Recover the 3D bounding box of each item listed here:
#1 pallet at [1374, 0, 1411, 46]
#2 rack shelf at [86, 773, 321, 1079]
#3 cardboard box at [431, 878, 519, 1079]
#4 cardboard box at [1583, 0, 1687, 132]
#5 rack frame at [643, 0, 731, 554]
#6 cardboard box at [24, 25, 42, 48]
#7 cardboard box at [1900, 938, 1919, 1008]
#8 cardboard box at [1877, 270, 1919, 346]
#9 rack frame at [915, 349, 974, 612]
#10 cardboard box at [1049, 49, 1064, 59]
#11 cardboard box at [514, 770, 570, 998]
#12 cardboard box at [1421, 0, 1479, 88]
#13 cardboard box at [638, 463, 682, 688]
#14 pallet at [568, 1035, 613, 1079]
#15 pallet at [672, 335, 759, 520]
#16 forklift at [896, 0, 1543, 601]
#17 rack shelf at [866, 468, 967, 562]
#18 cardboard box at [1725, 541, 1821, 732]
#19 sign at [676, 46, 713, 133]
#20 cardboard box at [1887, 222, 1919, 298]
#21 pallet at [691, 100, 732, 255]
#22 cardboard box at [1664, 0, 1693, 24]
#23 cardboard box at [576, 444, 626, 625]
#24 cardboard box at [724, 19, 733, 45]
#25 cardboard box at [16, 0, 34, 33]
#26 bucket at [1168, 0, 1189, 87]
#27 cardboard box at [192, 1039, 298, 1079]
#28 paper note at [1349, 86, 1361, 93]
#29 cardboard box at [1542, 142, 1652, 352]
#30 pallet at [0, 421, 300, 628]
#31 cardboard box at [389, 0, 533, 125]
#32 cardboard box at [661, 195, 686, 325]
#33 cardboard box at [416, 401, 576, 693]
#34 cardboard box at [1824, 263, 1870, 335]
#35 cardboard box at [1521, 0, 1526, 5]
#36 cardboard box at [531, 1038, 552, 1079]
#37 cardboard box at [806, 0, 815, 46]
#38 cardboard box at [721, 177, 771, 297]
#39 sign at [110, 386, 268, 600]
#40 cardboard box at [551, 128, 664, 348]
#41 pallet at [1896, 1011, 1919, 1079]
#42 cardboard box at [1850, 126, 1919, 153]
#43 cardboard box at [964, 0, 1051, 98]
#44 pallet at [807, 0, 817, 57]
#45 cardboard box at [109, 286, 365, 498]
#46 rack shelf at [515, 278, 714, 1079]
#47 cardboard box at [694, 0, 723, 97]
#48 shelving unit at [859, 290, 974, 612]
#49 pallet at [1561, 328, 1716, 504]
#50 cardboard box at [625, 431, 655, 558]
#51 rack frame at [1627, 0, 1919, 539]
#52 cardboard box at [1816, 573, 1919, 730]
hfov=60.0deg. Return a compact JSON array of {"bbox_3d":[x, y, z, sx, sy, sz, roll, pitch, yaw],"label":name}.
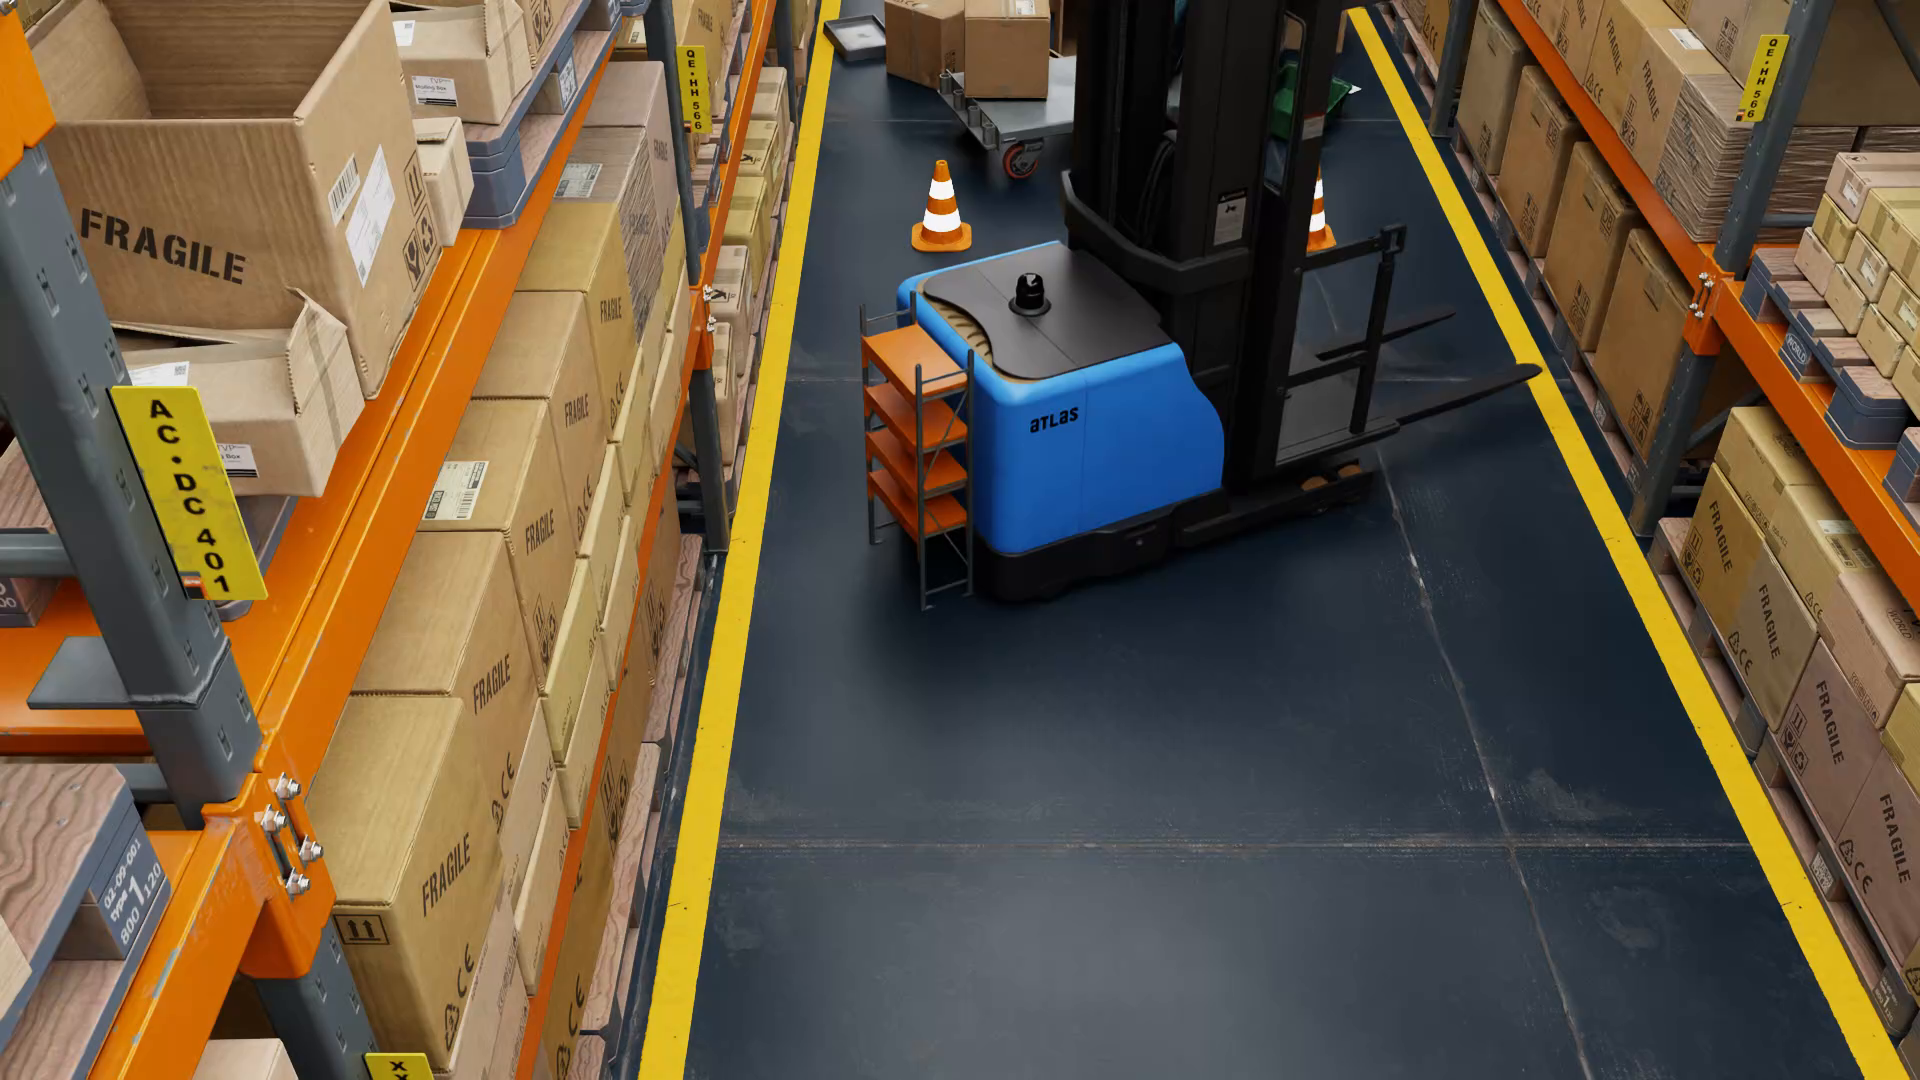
[{"bbox_3d":[3.518,-3.869,11.909,1.003,0.211,1.213,0,39,0],"label":"pallet"},{"bbox_3d":[-1.494,1.714,0.889,1.077,0.370,4.000,0,39,0],"label":"rack shelf"},{"bbox_3d":[-1.214,0.941,3.397,0.500,0.250,0.500,-1,39,-1],"label":"cardboard box"},{"bbox_3d":[3.181,-2.160,7.467,0.500,0.500,0.500,-1,39,-1],"label":"cardboard box"},{"bbox_3d":[-1.500,-1.148,6.284,1.000,3.000,0.127,0,39,0],"label":"rack frame"},{"bbox_3d":[-6.138,-3.037,10.505,0.500,0.250,0.500,0,39,0],"label":"cardboard box"},{"bbox_3d":[3.201,1.314,4.874,0.500,0.500,0.500,-1,39,-1],"label":"cardboard box"},{"bbox_3d":[3.255,-0.758,5.424,0.380,0.149,0.250,-1,39,-1],"label":"cardboard box"},{"bbox_3d":[-0.057,-0.210,6.553,0.240,1.200,0.015,-18,42,-21],"label":"rack frame"},{"bbox_3d":[0.640,-3.094,10.898,0.258,0.266,0.396,-28,46,-30],"label":"cardboard box"},{"bbox_3d":[-1.234,0.813,3.957,0.500,0.250,0.500,-1,39,-1],"label":"cardboard box"},{"bbox_3d":[3.514,-3.445,10.513,0.875,0.875,0.875,1,39,1],"label":"cardboard box"},{"bbox_3d":[-1.583,-0.051,6.278,0.875,0.875,0.875,0,39,0],"label":"cardboard box"},{"bbox_3d":[-1.572,1.959,4.637,1.003,0.211,1.213,0,39,0],"label":"pallet"},{"bbox_3d":[-1.500,-0.549,7.766,1.003,0.211,1.213,0,39,0],"label":"pallet"},{"bbox_3d":[1.273,-1.535,6.822,3.031,2.935,1.130,-18,42,-21],"label":"forklift"},{"bbox_3d":[-0.170,-0.138,6.888,0.258,0.148,0.480,-18,42,-21],"label":"rack shelf"},{"bbox_3d":[3.199,0.353,6.073,0.500,0.500,0.500,0,39,0],"label":"cardboard box"},{"bbox_3d":[-0.945,-1.603,5.925,0.100,0.325,0.005,0,39,0],"label":"sign"},{"bbox_3d":[3.255,-0.902,5.367,0.380,0.149,0.250,0,39,0],"label":"cardboard box"},{"bbox_3d":[-1.608,-1.519,6.900,1.213,0.211,1.003,0,39,0],"label":"pallet"},{"bbox_3d":[3.454,-2.562,7.169,0.700,0.500,0.500,-1,39,-1],"label":"cardboard box"},{"bbox_3d":[-1.220,-0.017,4.592,0.500,0.250,0.500,-1,39,-1],"label":"cardboard box"},{"bbox_3d":[-1.268,-2.428,7.746,0.380,0.149,0.250,1,39,1],"label":"cardboard box"},{"bbox_3d":[-6.161,-3.232,10.348,0.500,0.250,0.500,0,39,0],"label":"cardboard box"},{"bbox_3d":[1.139,-3.116,10.141,0.726,0.611,0.620,13,50,15],"label":"bucket"},{"bbox_3d":[-1.177,0.863,2.376,0.380,0.149,0.250,-1,39,-1],"label":"cardboard box"},{"bbox_3d":[2.539,-2.978,10.941,0.147,0.020,0.142,-28,46,-30],"label":"paper note"},{"bbox_3d":[3.534,-1.429,8.097,1.050,0.750,0.750,1,39,1],"label":"cardboard box"},{"bbox_3d":[-1.546,-0.316,3.000,0.805,0.209,1.217,-1,39,-2],"label":"pallet"},{"bbox_3d":[-1.148,-1.072,3.562,0.396,0.266,0.258,3,39,4],"label":"cardboard box"},{"bbox_3d":[-1.246,-0.982,5.797,0.500,0.250,0.500,0,39,0],"label":"cardboard box"},{"bbox_3d":[-1.235,0.017,3.951,0.500,0.500,0.500,-1,39,-1],"label":"cardboard box"},{"bbox_3d":[3.248,-0.833,5.756,0.380,0.149,0.250,2,39,2],"label":"cardboard box"},{"bbox_3d":[3.178,-3.111,8.653,0.500,0.500,0.500,0,39,0],"label":"cardboard box"},{"bbox_3d":[-1.577,1.631,4.180,0.875,0.875,0.875,1,39,1],"label":"cardboard box"},{"bbox_3d":[-1.248,-3.444,11.011,0.500,0.250,0.500,2,39,3],"label":"cardboard box"},{"bbox_3d":[-1.495,-1.576,8.583,0.950,0.372,0.625,1,39,1],"label":"cardboard box"},{"bbox_3d":[-0.941,-0.051,2.040,0.100,0.325,0.005,0,39,0],"label":"sign"},{"bbox_3d":[-1.229,-0.934,5.137,0.500,0.500,0.500,1,39,1],"label":"cardboard box"},{"bbox_3d":[3.452,1.888,4.726,1.003,0.211,1.213,0,39,0],"label":"pallet"},{"bbox_3d":[3.719,-1.535,6.687,0.500,0.500,0.500,0,39,0],"label":"cardboard box"},{"bbox_3d":[0.275,-2.990,9.975,0.500,0.500,0.500,0,39,0],"label":"cardboard box"},{"bbox_3d":[-1.545,-3.746,11.756,1.003,0.211,1.213,0,39,0],"label":"pallet"},{"bbox_3d":[-1.146,-0.242,2.526,0.396,0.266,0.258,0,39,0],"label":"cardboard box"},{"bbox_3d":[-1.498,0.383,4.949,1.077,0.370,4.000,0,39,0],"label":"rack shelf"},{"bbox_3d":[-1.277,-2.075,6.787,0.500,0.500,0.500,2,39,2],"label":"cardboard box"},{"bbox_3d":[-0.170,-0.345,6.721,0.258,1.200,0.503,-18,42,-21],"label":"shelving unit"},{"bbox_3d":[3.524,-0.620,7.855,1.003,0.211,1.213,0,39,0],"label":"pallet"},{"bbox_3d":[-1.239,-0.139,5.145,0.500,0.250,0.500,0,39,-1],"label":"cardboard box"},{"bbox_3d":[3.449,-1.215,6.368,1.000,3.000,0.127,0,39,0],"label":"rack frame"},{"bbox_3d":[3.197,0.362,5.463,0.500,0.250,0.500,0,39,0],"label":"cardboard box"}]
